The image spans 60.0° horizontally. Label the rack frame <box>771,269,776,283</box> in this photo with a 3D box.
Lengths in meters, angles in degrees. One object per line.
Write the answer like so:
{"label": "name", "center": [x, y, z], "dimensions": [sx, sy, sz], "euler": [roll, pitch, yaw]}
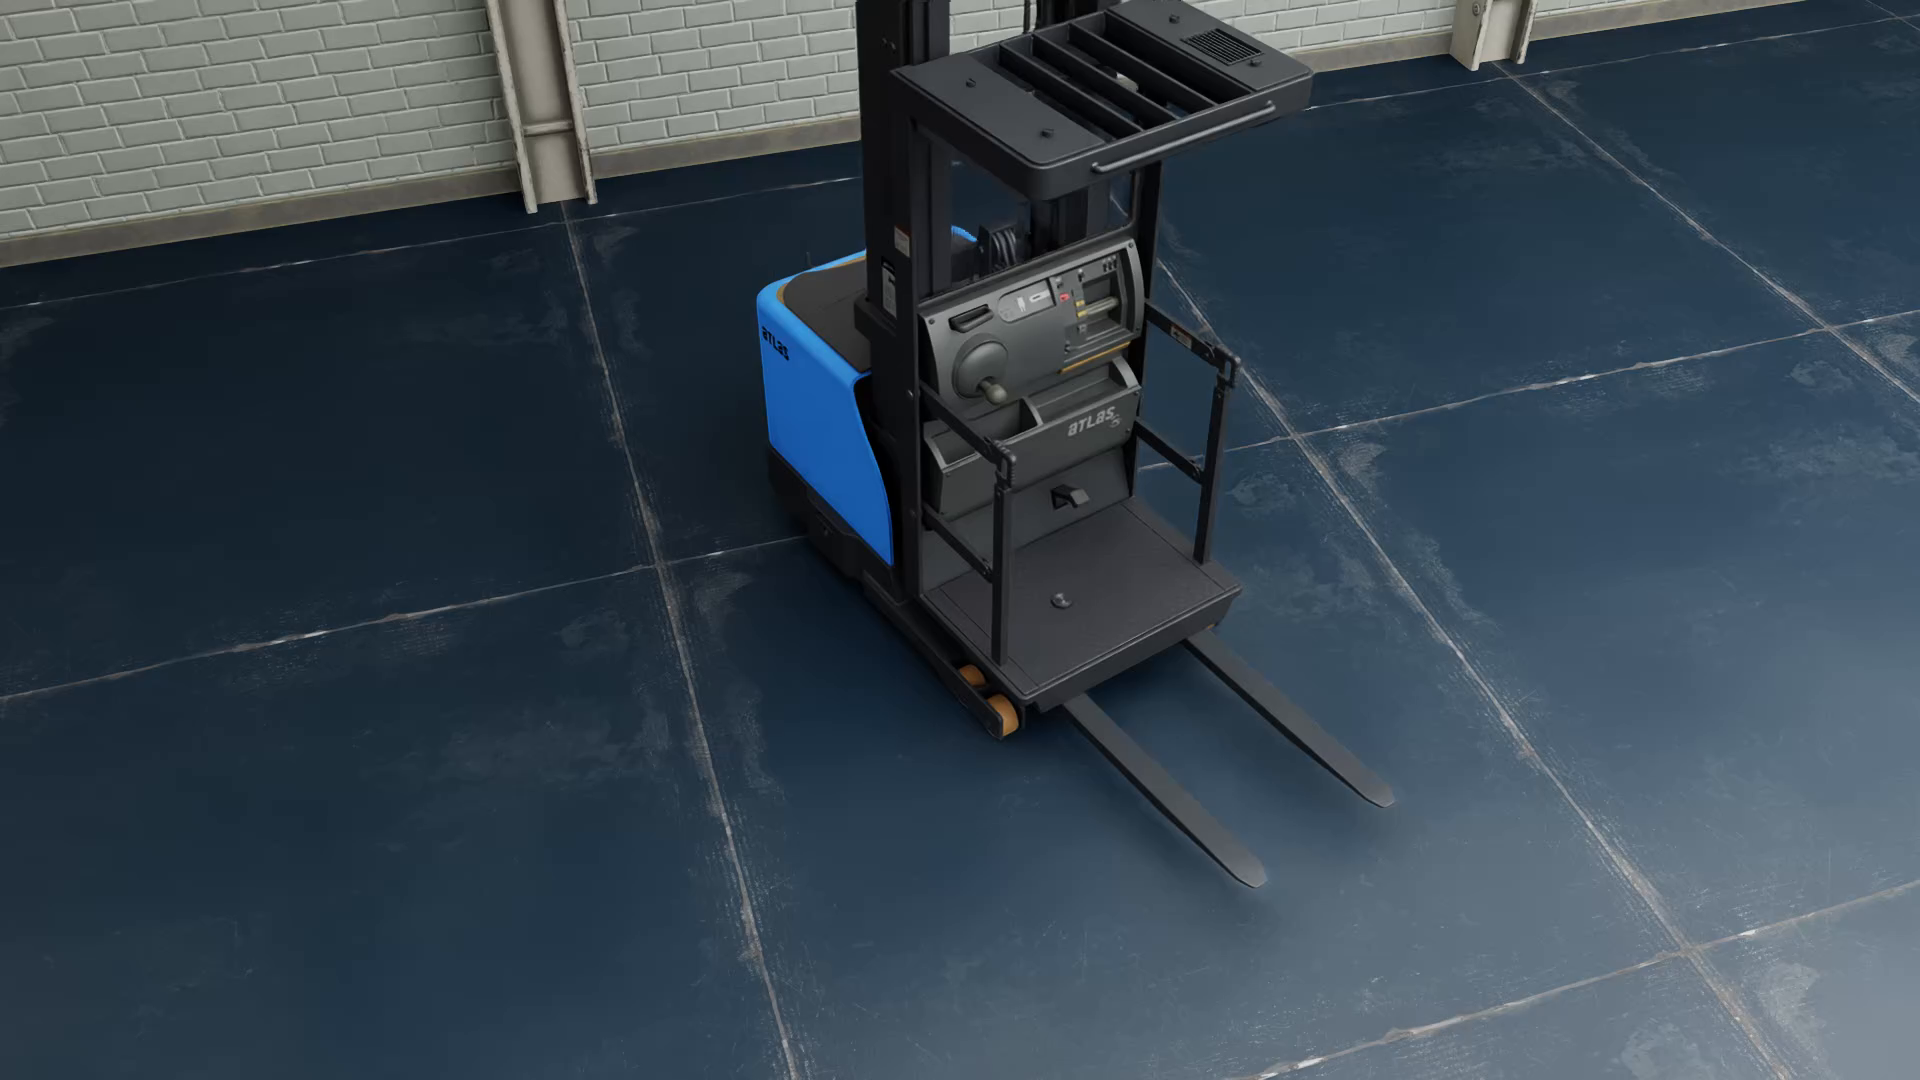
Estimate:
{"label": "rack frame", "center": [-0.724, -0.777, 7.446], "dimensions": [0.006, 0.900, 0.240], "euler": [-32, 48, -31]}

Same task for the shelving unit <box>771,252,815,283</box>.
{"label": "shelving unit", "center": [-0.651, -0.823, 7.499], "dimensions": [0.210, 0.900, 0.258], "euler": [-32, 48, -31]}

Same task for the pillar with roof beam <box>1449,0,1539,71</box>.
{"label": "pillar with roof beam", "center": [4.725, -3.845, 4.811], "dimensions": [0.400, 9.000, 9.100], "euler": [-12, 42, -13]}

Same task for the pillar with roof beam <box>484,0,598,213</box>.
{"label": "pillar with roof beam", "center": [-0.998, -2.659, 3.454], "dimensions": [0.400, 9.000, 9.100], "euler": [-12, 42, -13]}

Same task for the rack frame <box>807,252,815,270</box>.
{"label": "rack frame", "center": [-0.577, -0.869, 7.551], "dimensions": [0.006, 0.900, 0.240], "euler": [-32, 48, -31]}

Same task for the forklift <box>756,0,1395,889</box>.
{"label": "forklift", "center": [0.401, -0.710, 5.835], "dimensions": [1.130, 2.935, 3.031], "euler": [-25, 47, -25]}
